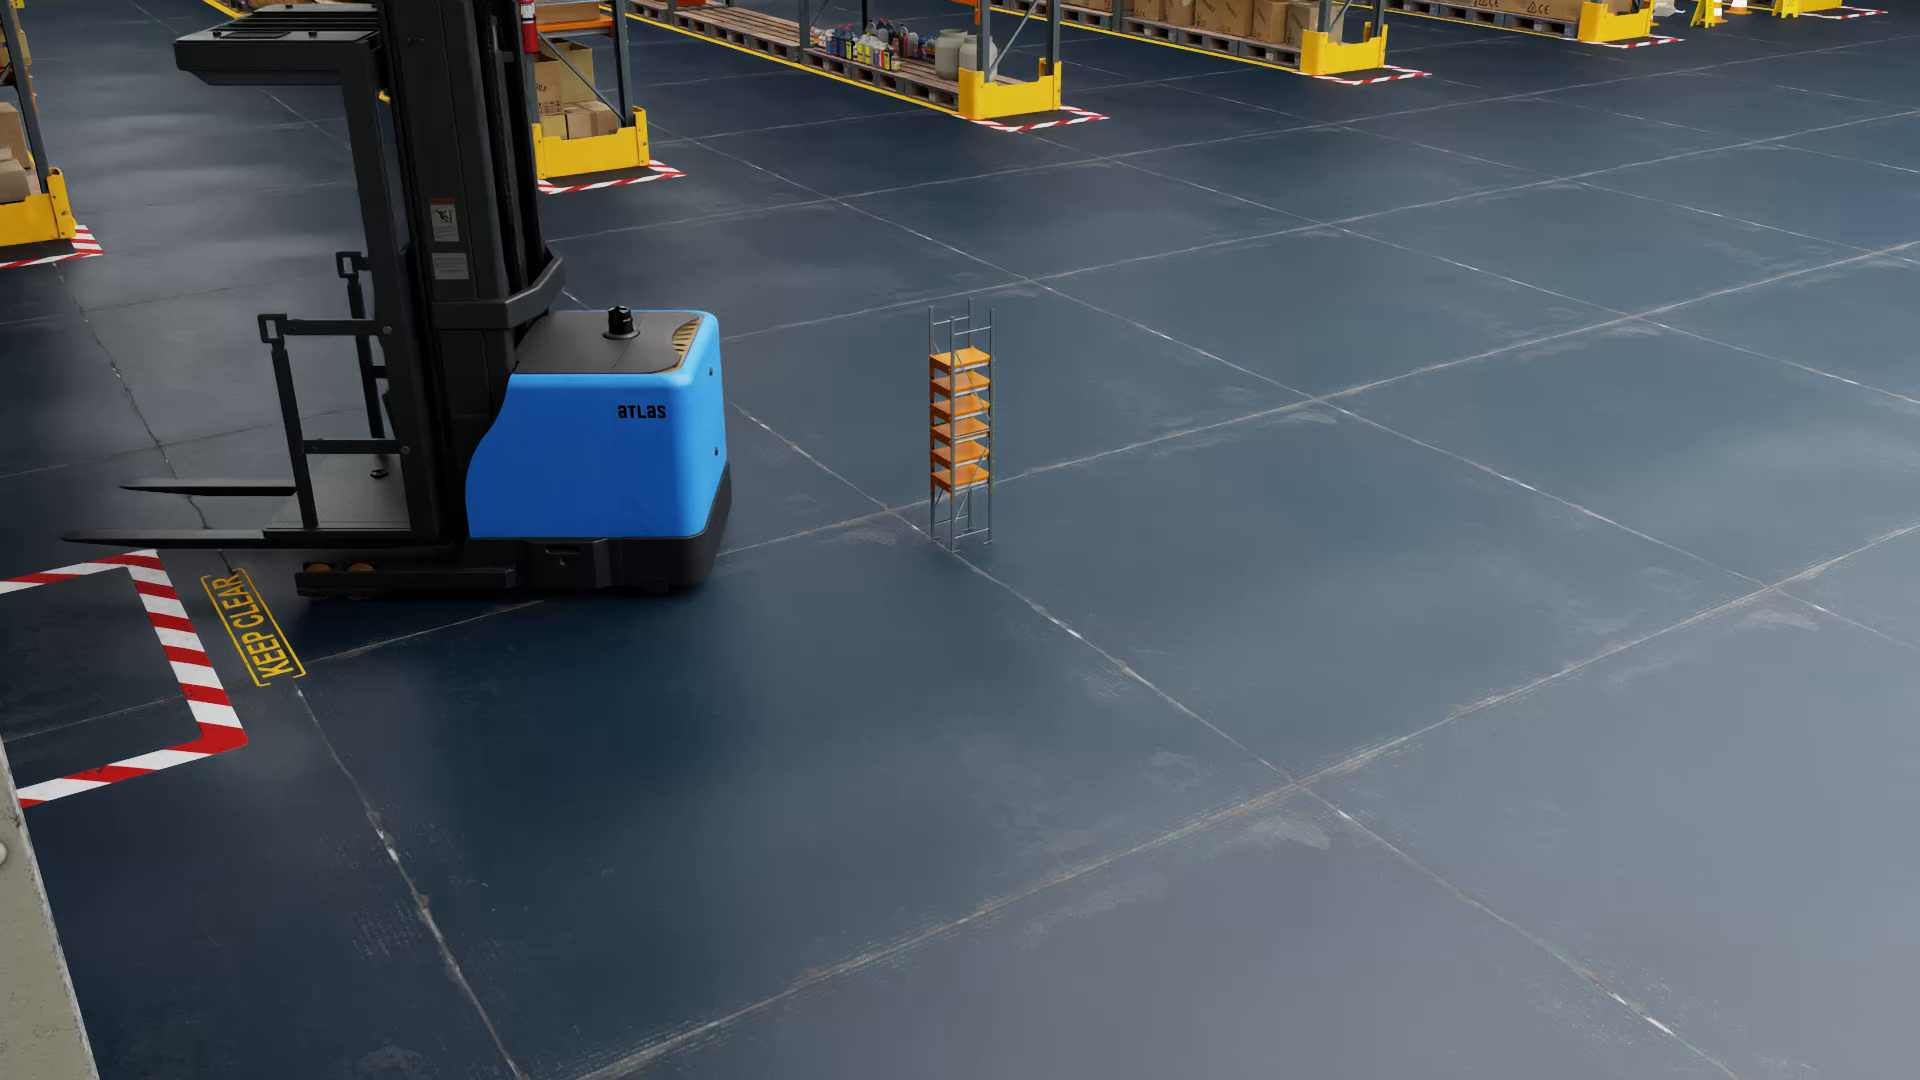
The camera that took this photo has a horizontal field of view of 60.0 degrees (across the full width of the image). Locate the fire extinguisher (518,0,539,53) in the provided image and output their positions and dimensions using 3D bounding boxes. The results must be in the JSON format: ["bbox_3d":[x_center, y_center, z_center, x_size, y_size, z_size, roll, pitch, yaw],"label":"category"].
[{"bbox_3d":[-3.852,-4.675,14.729,0.296,0.674,0.183,-16,29,-30],"label":"fire extinguisher"}]

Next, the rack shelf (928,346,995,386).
[{"bbox_3d":[0.008,-0.823,7.848,0.258,0.103,0.180,-16,29,-30],"label":"rack shelf"}]

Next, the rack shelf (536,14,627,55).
[{"bbox_3d":[-4.619,-5.250,16.700,1.077,0.370,4.000,-16,29,-30],"label":"rack shelf"}]

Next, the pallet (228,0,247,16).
[{"bbox_3d":[-10.452,-8.137,25.240,1.003,0.211,1.213,-16,29,-30],"label":"pallet"}]

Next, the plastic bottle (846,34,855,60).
[{"bbox_3d":[-1.307,-5.893,19.885,0.061,0.283,0.133,-14,29,-27],"label":"plastic bottle"}]

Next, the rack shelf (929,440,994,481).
[{"bbox_3d":[0.008,-0.389,8.053,0.258,0.103,0.180,-16,29,-30],"label":"rack shelf"}]

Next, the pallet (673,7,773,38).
[{"bbox_3d":[-3.351,-7.327,23.524,1.003,0.211,1.213,-16,29,-30],"label":"pallet"}]

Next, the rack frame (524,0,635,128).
[{"bbox_3d":[-3.527,-4.860,15.032,1.000,3.000,0.127,-16,29,-30],"label":"rack frame"}]

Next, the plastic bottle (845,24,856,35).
[{"bbox_3d":[-1.345,-6.093,20.231,0.144,0.351,0.185,-16,29,-30],"label":"plastic bottle"}]

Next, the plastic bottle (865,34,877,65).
[{"bbox_3d":[-1.029,-5.773,19.554,0.144,0.351,0.185,-14,29,-27],"label":"plastic bottle"}]

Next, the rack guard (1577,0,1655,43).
[{"bbox_3d":[8.999,-7.148,22.806,1.175,0.500,0.348,-16,29,-30],"label":"rack guard"}]

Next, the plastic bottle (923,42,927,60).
[{"bbox_3d":[-0.399,-5.862,19.916,0.097,0.201,0.097,0,25,0],"label":"plastic bottle"}]

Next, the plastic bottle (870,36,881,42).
[{"bbox_3d":[-1.020,-5.850,19.803,0.152,0.276,0.135,-16,29,-30],"label":"plastic bottle"}]

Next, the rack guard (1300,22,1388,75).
[{"bbox_3d":[4.734,-6.064,20.510,1.175,0.500,0.348,-16,29,-30],"label":"rack guard"}]

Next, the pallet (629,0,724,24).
[{"bbox_3d":[-4.207,-7.886,24.707,1.003,0.211,1.213,-16,29,-30],"label":"pallet"}]

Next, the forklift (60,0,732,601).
[{"bbox_3d":[-2.678,-1.273,7.514,3.031,2.935,1.130,0,25,0],"label":"forklift"}]

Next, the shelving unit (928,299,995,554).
[{"bbox_3d":[0.008,-0.537,7.983,0.258,1.200,0.189,-16,29,-30],"label":"shelving unit"}]

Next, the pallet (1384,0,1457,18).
[{"bbox_3d":[7.152,-8.167,25.302,1.003,0.211,1.213,-16,29,-30],"label":"pallet"}]

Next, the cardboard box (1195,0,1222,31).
[{"bbox_3d":[3.500,-7.098,22.209,0.500,0.500,0.500,-19,31,-34],"label":"cardboard box"}]

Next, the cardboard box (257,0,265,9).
[{"bbox_3d":[-9.717,-7.803,23.678,0.500,0.500,0.500,-15,29,-29],"label":"cardboard box"}]

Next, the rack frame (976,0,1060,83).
[{"bbox_3d":[0.625,-6.013,17.474,1.000,3.000,0.127,-16,29,-30],"label":"rack frame"}]

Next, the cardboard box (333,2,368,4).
[{"bbox_3d":[-7.560,-6.480,20.535,0.500,0.311,0.500,-16,30,-31],"label":"cardboard box"}]

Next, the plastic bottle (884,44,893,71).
[{"bbox_3d":[-0.824,-5.576,19.215,0.061,0.283,0.133,-15,29,-28],"label":"plastic bottle"}]

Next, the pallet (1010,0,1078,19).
[{"bbox_3d":[1.495,-8.052,25.059,1.003,0.211,1.213,-16,29,-30],"label":"pallet"}]

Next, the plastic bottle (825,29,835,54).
[{"bbox_3d":[-1.552,-6.086,20.303,0.152,0.276,0.135,-14,29,-28],"label":"plastic bottle"}]

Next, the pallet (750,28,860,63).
[{"bbox_3d":[-2.019,-6.455,21.676,1.003,0.211,1.213,-16,29,-30],"label":"pallet"}]

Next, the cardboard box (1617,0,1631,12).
[{"bbox_3d":[9.998,-8.386,25.425,0.637,0.503,0.797,7,26,15],"label":"cardboard box"}]

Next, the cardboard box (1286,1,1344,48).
[{"bbox_3d":[4.448,-6.454,20.844,0.500,0.500,0.500,-10,27,-20],"label":"cardboard box"}]

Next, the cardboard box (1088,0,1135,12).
[{"bbox_3d":[2.274,-7.891,23.865,0.700,0.500,0.500,-18,31,-33],"label":"cardboard box"}]

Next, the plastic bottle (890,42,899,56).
[{"bbox_3d":[-0.770,-5.660,19.392,0.061,0.283,0.133,-16,29,-30],"label":"plastic bottle"}]

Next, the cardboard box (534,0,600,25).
[{"bbox_3d":[-3.771,-5.075,15.370,0.700,0.500,0.500,-16,29,-30],"label":"cardboard box"}]

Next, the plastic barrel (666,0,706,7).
[{"bbox_3d":[-4.023,-8.254,24.271,0.600,0.830,0.708,-16,29,-30],"label":"plastic barrel"}]

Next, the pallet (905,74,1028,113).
[{"bbox_3d":[0.105,-5.060,18.722,1.003,0.211,1.213,-16,29,-30],"label":"pallet"}]

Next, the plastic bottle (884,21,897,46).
[{"bbox_3d":[-0.860,-6.213,20.485,0.144,0.351,0.185,-17,30,-32],"label":"plastic bottle"}]

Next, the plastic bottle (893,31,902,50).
[{"bbox_3d":[-0.756,-6.034,20.185,0.061,0.283,0.133,-16,29,-30],"label":"plastic bottle"}]

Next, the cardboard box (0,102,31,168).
[{"bbox_3d":[-8.647,-3.519,14.604,0.700,0.500,0.500,-18,31,-33],"label":"cardboard box"}]

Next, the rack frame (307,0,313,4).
[{"bbox_3d":[-7.894,-7.722,21.093,1.000,3.000,0.127,-16,29,-30],"label":"rack frame"}]

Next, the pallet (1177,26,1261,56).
[{"bbox_3d":[3.658,-6.668,22.128,1.003,0.211,1.213,-16,29,-30],"label":"pallet"}]

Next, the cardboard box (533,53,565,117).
[{"bbox_3d":[-4.069,-4.268,15.628,0.500,0.500,0.500,-16,29,-30],"label":"cardboard box"}]

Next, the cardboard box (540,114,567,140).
[{"bbox_3d":[-4.067,-3.930,15.789,0.500,0.250,0.500,-16,29,-30],"label":"cardboard box"}]

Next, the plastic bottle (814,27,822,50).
[{"bbox_3d":[-1.752,-6.193,20.535,0.097,0.271,0.097,0,25,0],"label":"plastic bottle"}]

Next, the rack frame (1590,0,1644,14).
[{"bbox_3d":[8.986,-8.287,22.291,1.000,3.000,0.127,-16,29,-30],"label":"rack frame"}]

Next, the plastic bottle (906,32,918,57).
[{"bbox_3d":[-0.599,-6.005,20.131,0.152,0.276,0.135,-15,29,-29],"label":"plastic bottle"}]

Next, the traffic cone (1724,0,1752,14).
[{"bbox_3d":[11.763,-8.183,25.042,0.336,0.463,0.334,-16,29,-30],"label":"traffic cone"}]

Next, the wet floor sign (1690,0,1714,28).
[{"bbox_3d":[10.661,-7.674,23.749,0.267,0.644,0.232,-22,33,-38],"label":"wet floor sign"}]

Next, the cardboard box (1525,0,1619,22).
[{"bbox_3d":[8.561,-7.743,23.136,0.875,0.875,0.875,-15,29,-29],"label":"cardboard box"}]

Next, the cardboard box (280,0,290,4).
[{"bbox_3d":[-8.884,-7.255,22.518,0.500,0.500,0.500,-17,30,-31],"label":"cardboard box"}]
